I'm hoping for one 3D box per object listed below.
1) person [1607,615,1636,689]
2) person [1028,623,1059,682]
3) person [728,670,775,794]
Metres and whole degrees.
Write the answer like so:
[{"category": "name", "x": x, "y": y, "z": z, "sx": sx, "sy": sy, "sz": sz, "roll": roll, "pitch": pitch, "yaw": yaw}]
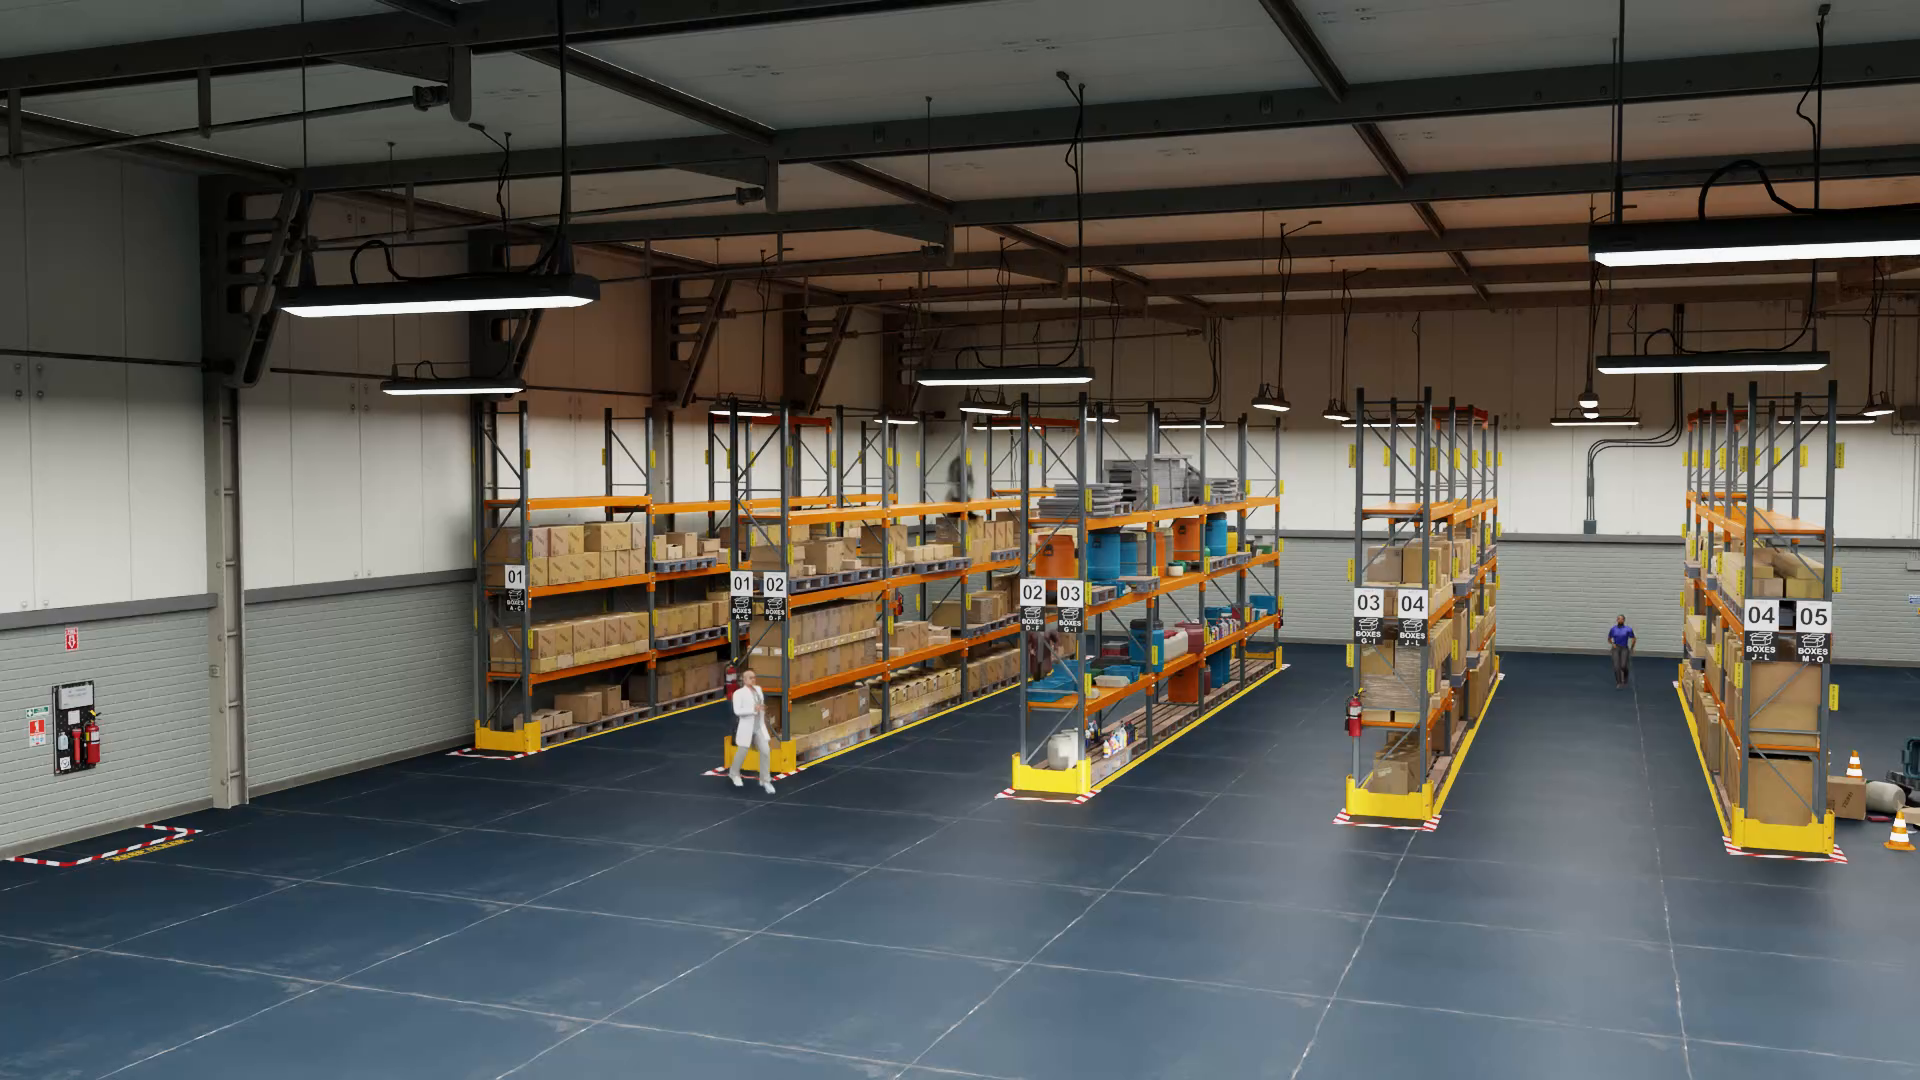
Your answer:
[{"category": "person", "x": 14.396, "y": 2.438, "z": 36.230, "sx": 0.570, "sy": 1.617, "sz": 0.529, "roll": 2, "pitch": 3, "yaw": 29}, {"category": "person", "x": 1.645, "y": 2.469, "z": 33.809, "sx": 0.733, "sy": 1.791, "sz": 0.925, "roll": 0, "pitch": 3, "yaw": 7}, {"category": "person", "x": -3.161, "y": 2.873, "z": 25.071, "sx": 0.677, "sy": 1.821, "sz": 0.948, "roll": -2, "pitch": 4, "yaw": -40}]
